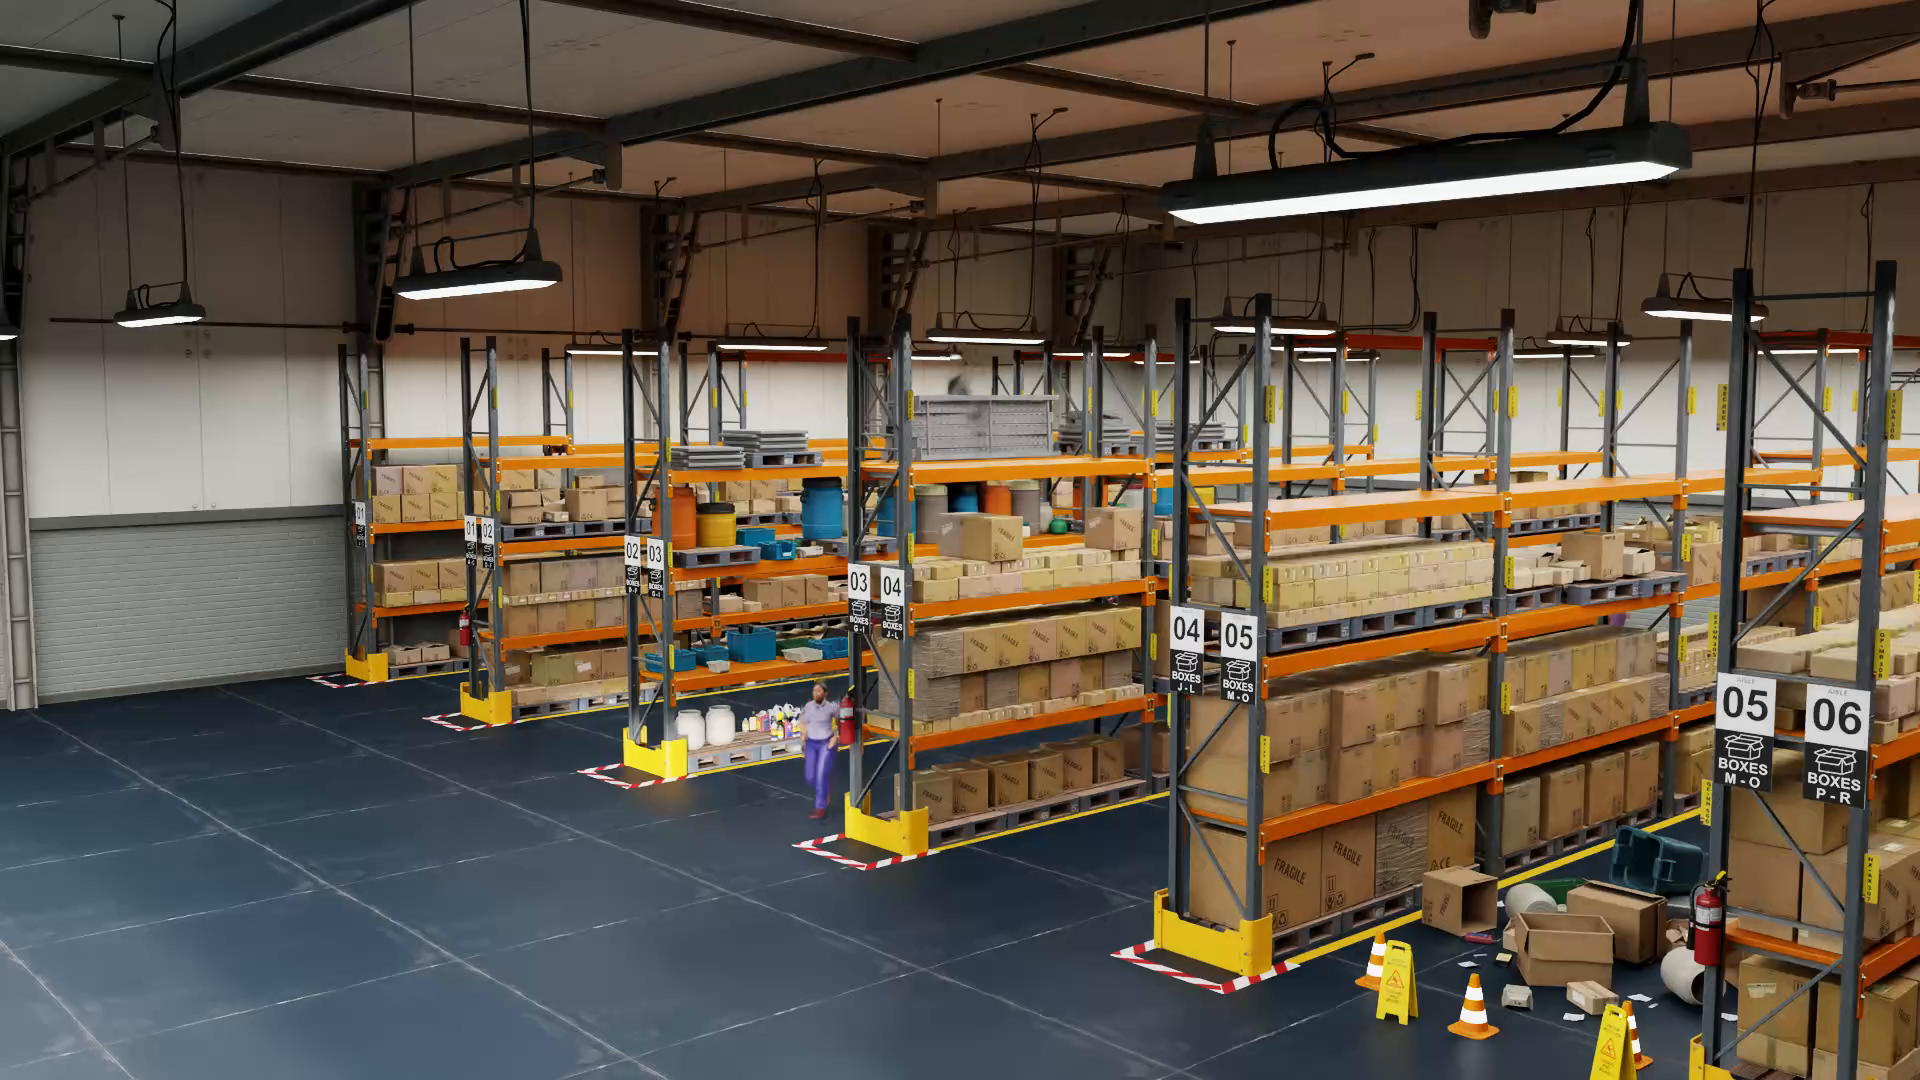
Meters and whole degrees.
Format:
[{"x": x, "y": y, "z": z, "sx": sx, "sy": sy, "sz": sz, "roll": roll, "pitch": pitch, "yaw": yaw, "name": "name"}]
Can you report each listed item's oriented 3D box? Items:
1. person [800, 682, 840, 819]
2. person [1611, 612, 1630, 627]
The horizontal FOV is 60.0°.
[{"x": -1.690, "y": 2.544, "z": 20.353, "sx": 0.634, "sy": 1.613, "sz": 0.691, "roll": 2, "pitch": 6, "yaw": 24, "name": "person"}, {"x": 12.029, "y": 1.651, "z": 30.604, "sx": 0.562, "sy": 1.591, "sz": 0.822, "roll": -3, "pitch": 6, "yaw": -29, "name": "person"}]
